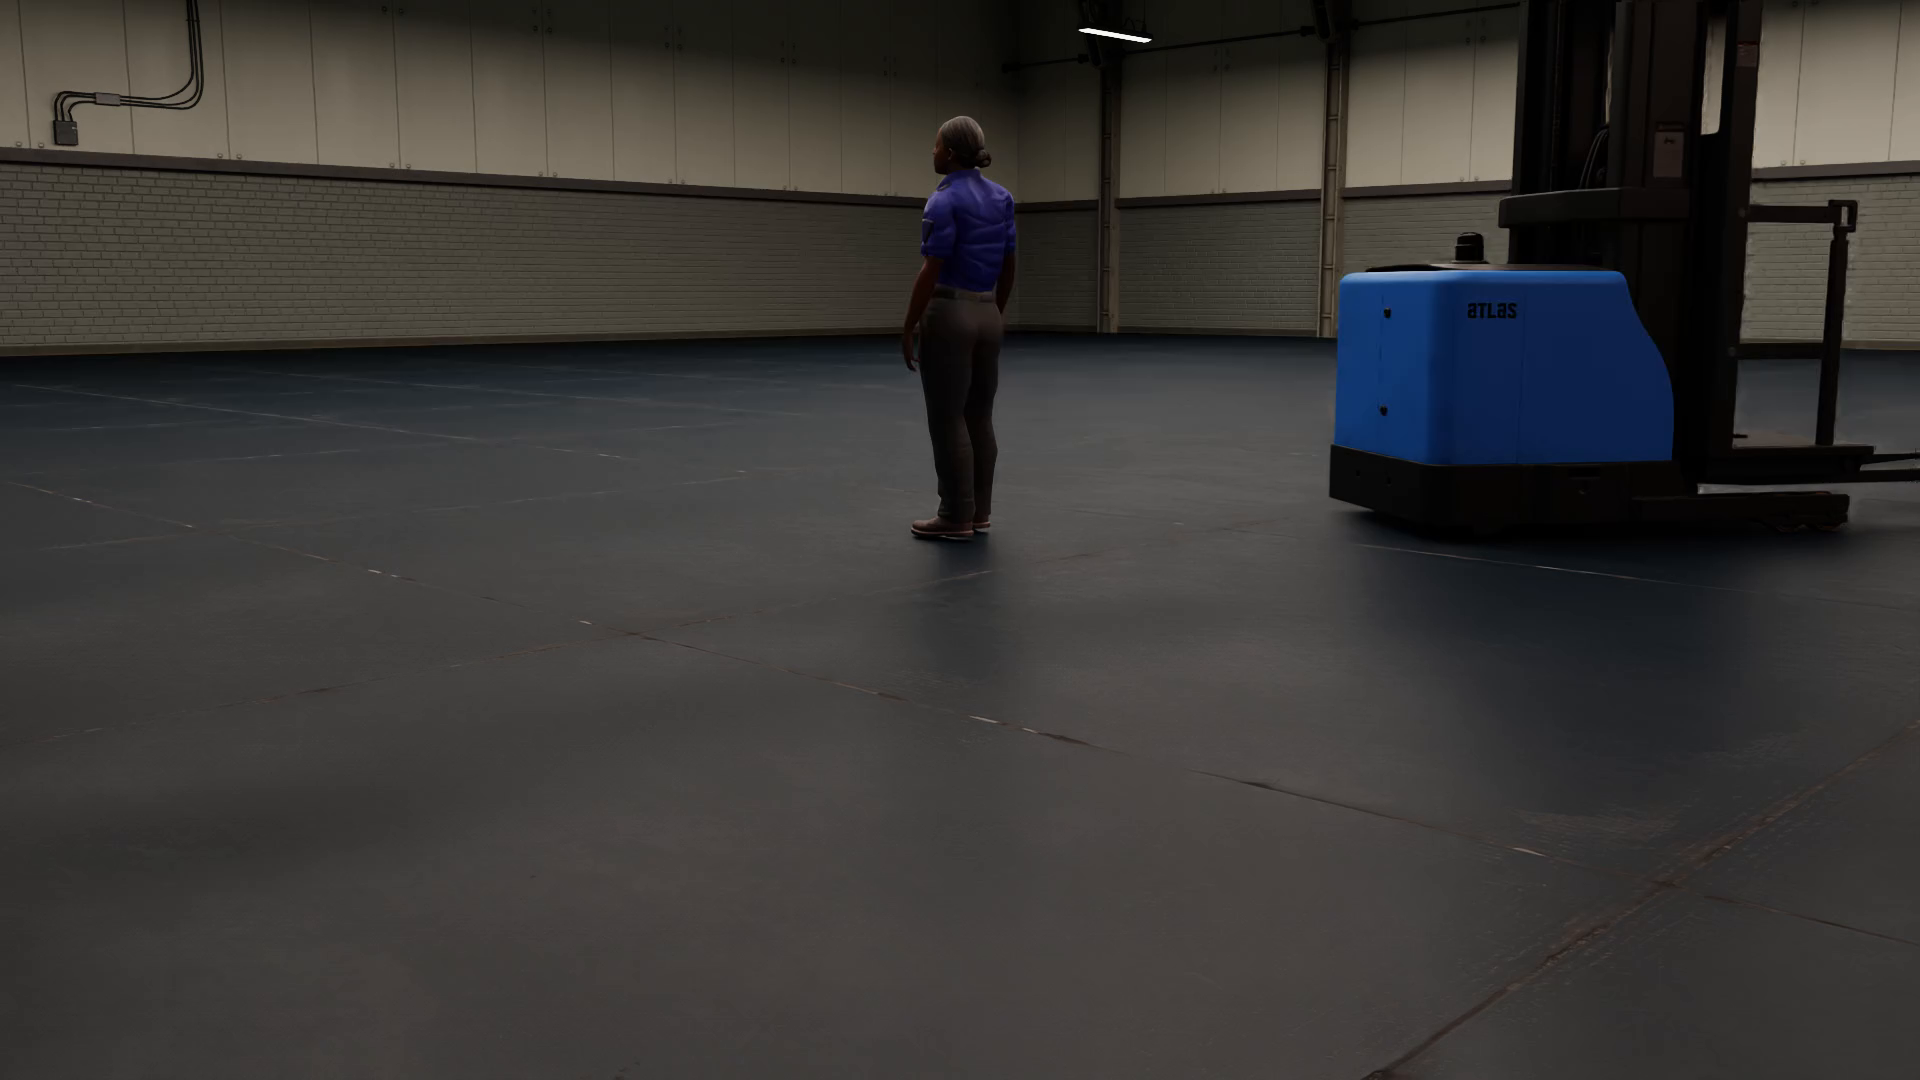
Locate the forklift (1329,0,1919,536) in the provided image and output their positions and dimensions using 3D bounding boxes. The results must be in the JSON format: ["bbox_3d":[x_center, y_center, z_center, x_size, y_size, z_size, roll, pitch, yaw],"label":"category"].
[{"bbox_3d":[3.241,-1.553,7.189,3.031,2.935,1.130,-2,9,-12],"label":"forklift"}]

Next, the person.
[{"bbox_3d":[-0.049,-0.836,6.667,0.504,1.654,0.570,8,12,43],"label":"person"}]
